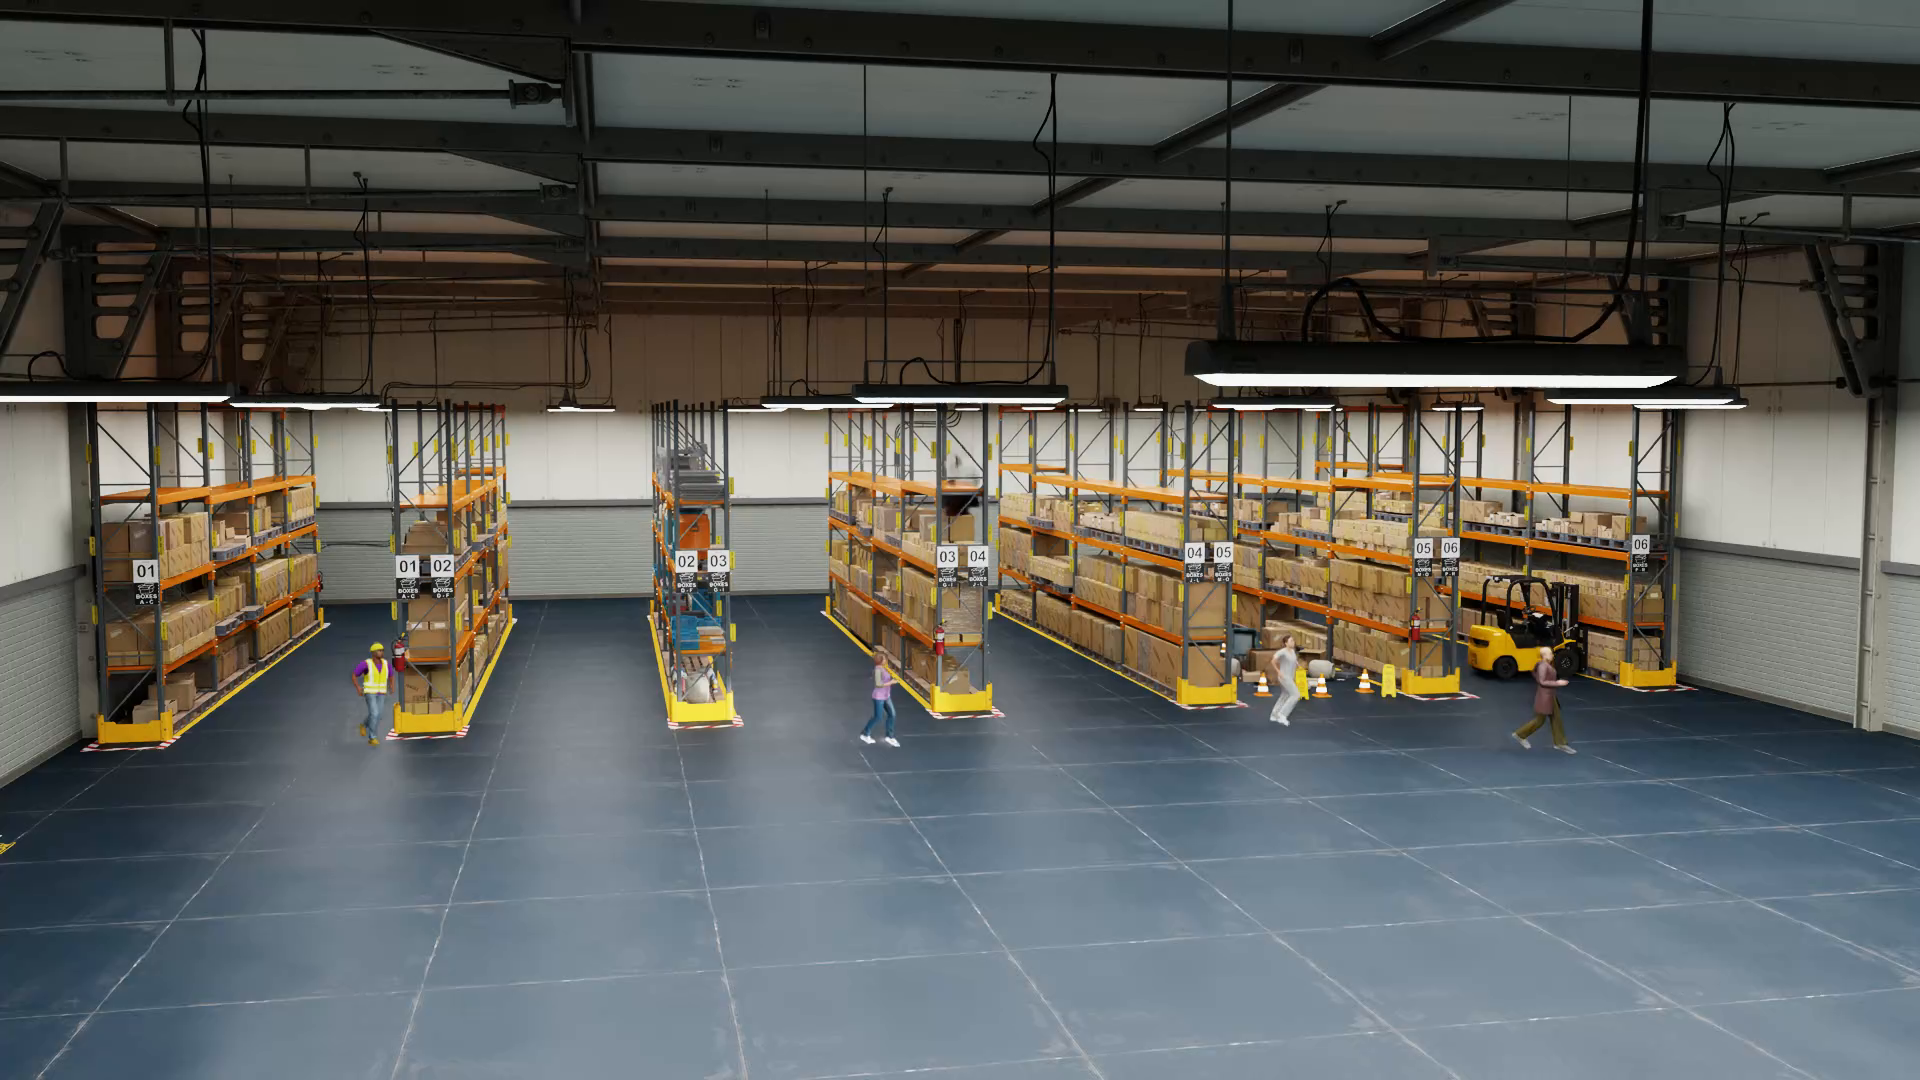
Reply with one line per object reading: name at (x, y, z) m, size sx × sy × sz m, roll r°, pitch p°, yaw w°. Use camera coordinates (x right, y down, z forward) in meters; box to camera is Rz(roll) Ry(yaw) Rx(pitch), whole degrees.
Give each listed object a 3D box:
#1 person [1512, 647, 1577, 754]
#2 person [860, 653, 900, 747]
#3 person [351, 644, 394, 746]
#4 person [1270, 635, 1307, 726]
person at (9.875, 2.695, 28.067) m, size 1.040 × 1.791 × 0.708 m, roll 3°, pitch 5°, yaw 32°
person at (-1.377, 2.798, 28.654) m, size 0.702 × 1.537 × 0.516 m, roll 1°, pitch 4°, yaw 16°
person at (-10.239, 2.678, 29.073) m, size 0.715 × 1.736 × 0.749 m, roll 4°, pitch 6°, yaw 40°
person at (6.068, 2.585, 30.728) m, size 0.669 × 1.672 × 0.540 m, roll 3°, pitch 5°, yaw 35°
